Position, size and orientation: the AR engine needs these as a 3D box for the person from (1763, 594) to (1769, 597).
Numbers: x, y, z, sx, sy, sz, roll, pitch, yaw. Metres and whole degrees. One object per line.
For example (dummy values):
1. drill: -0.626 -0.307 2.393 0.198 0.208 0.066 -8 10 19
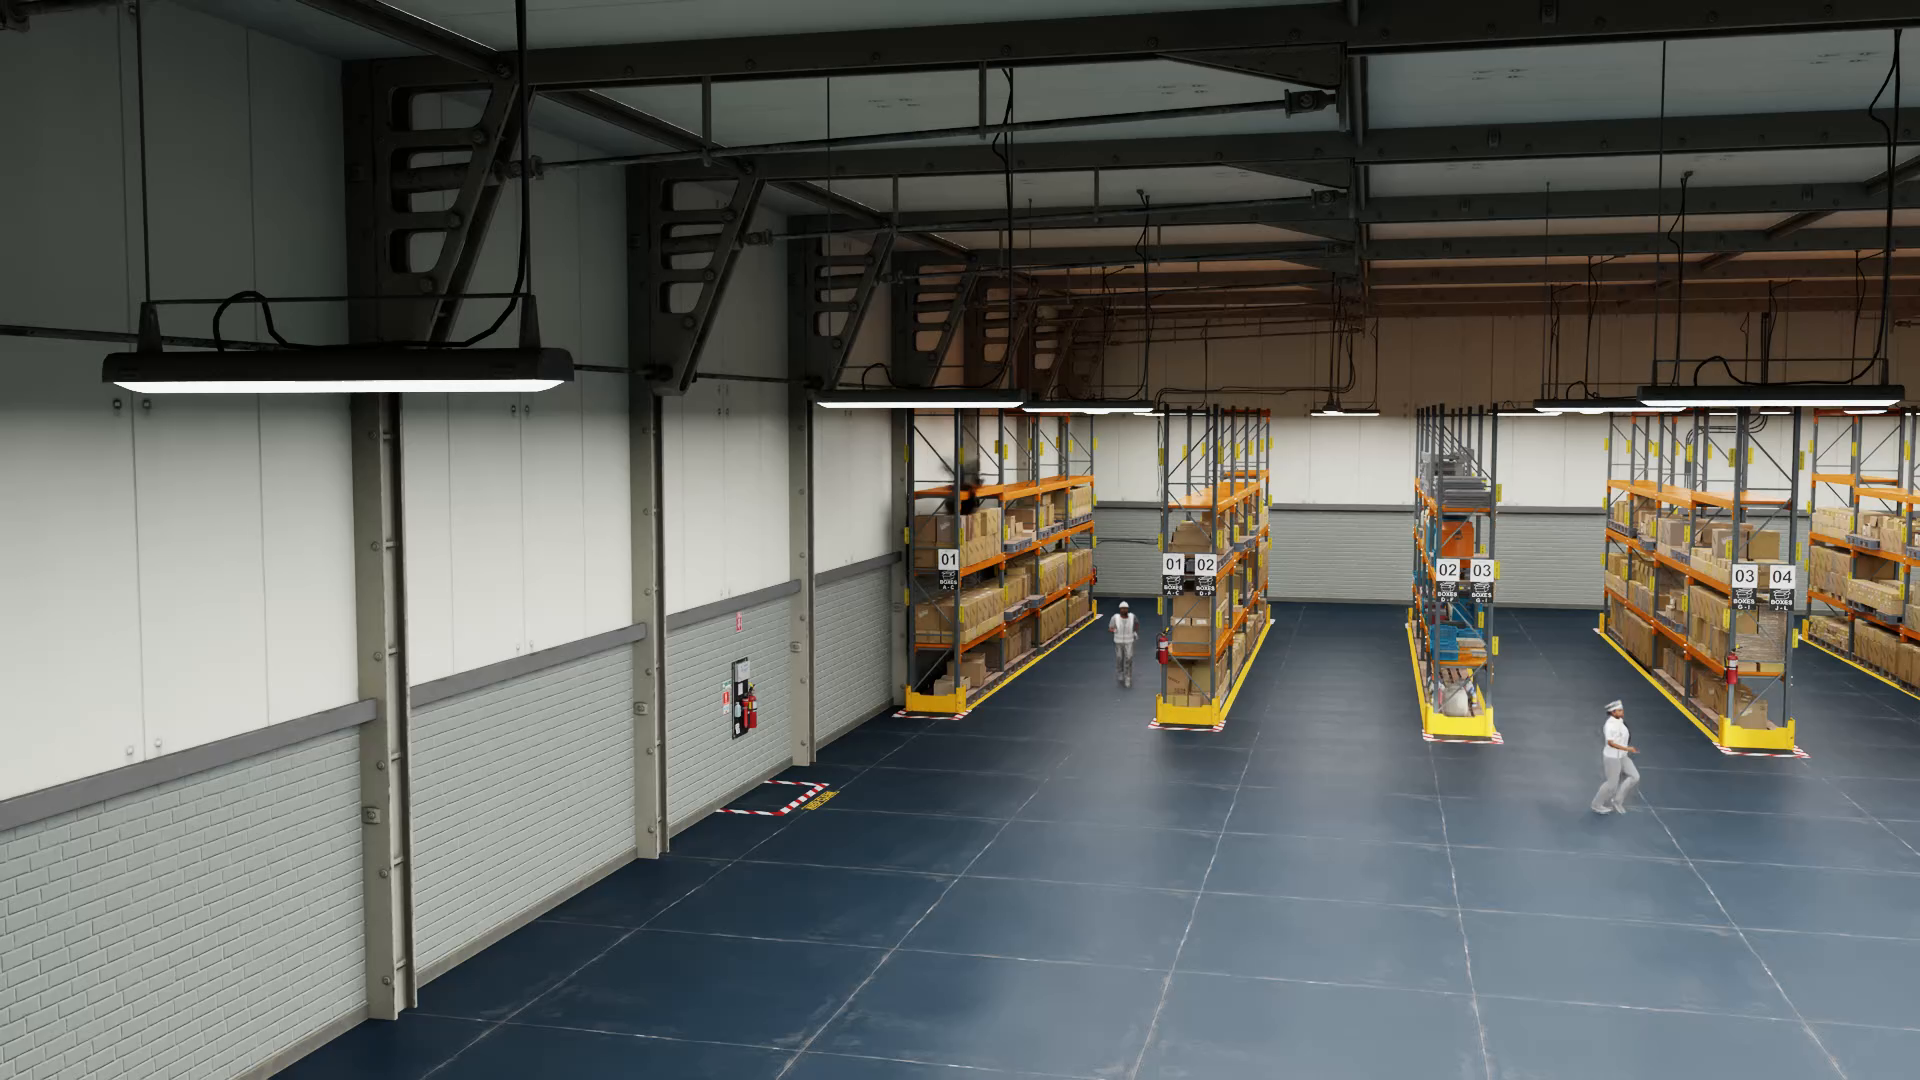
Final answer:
1. person: 20.615 1.734 42.829 0.732 1.819 0.798 1 4 18

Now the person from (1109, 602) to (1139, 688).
1. person: 3.517 2.211 35.769 0.634 1.800 0.939 0 4 6

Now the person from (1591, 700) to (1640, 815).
1. person: 9.495 3.141 24.045 0.656 1.694 0.581 3 5 40
